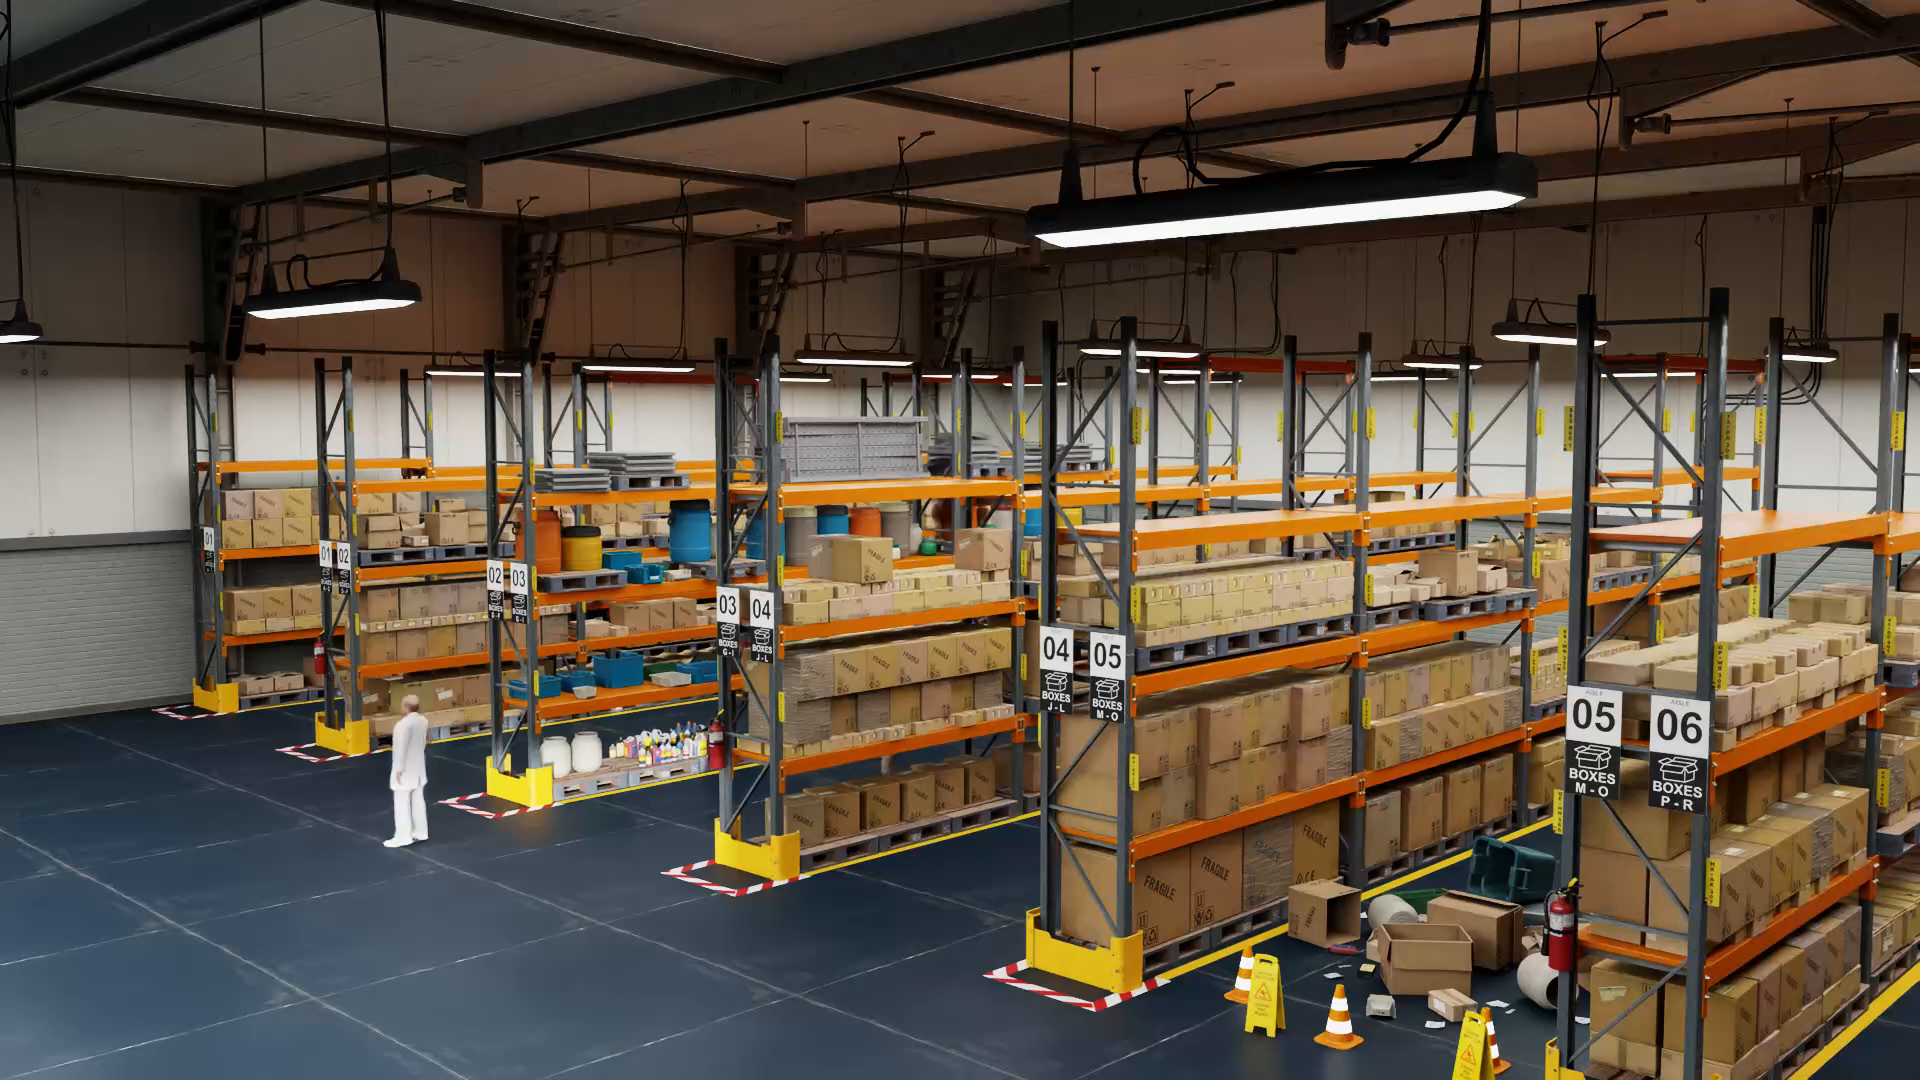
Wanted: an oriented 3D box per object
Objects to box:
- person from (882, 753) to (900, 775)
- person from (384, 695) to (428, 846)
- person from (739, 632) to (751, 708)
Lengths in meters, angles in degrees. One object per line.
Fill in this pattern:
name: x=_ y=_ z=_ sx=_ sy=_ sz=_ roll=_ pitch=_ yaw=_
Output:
person: x=-0.904 y=2.510 z=23.499 sx=0.472 sy=1.753 sz=0.530 roll=-1 pitch=4 yaw=-11
person: x=-6.655 y=2.753 z=19.972 sx=0.417 sy=1.808 sz=0.622 roll=1 pitch=5 yaw=16
person: x=-3.553 y=2.093 z=29.052 sx=0.648 sy=1.762 sz=0.458 roll=-3 pitch=5 yaw=-36
